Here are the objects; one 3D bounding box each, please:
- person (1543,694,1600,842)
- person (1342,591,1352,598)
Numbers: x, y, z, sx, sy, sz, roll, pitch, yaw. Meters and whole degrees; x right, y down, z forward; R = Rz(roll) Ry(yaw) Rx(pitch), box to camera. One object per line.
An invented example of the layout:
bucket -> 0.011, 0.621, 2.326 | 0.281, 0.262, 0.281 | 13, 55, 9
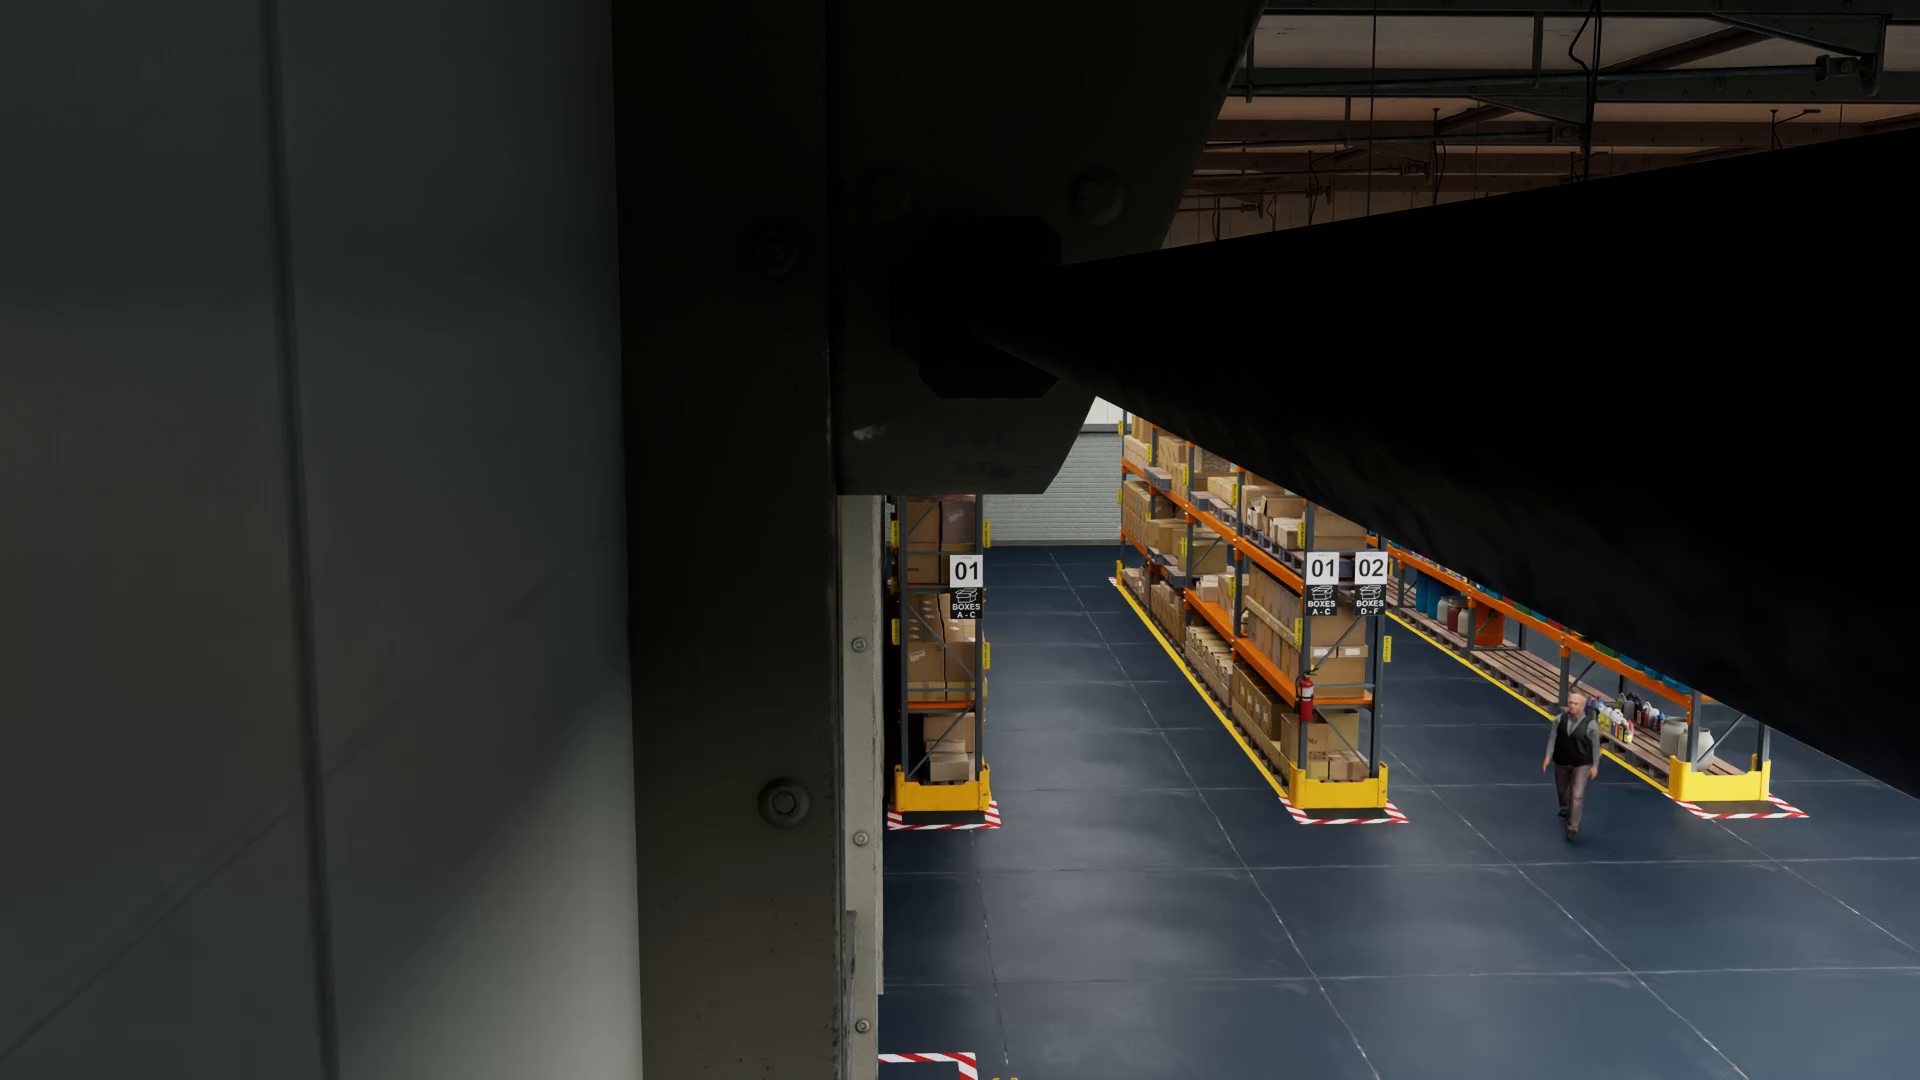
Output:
person -> 7.206, 2.624, 19.570 | 0.601, 1.670, 1.089 | 5, 10, 28
person -> 7.364, 0.789, 32.146 | 0.553, 1.591, 1.053 | -1, 8, -4
